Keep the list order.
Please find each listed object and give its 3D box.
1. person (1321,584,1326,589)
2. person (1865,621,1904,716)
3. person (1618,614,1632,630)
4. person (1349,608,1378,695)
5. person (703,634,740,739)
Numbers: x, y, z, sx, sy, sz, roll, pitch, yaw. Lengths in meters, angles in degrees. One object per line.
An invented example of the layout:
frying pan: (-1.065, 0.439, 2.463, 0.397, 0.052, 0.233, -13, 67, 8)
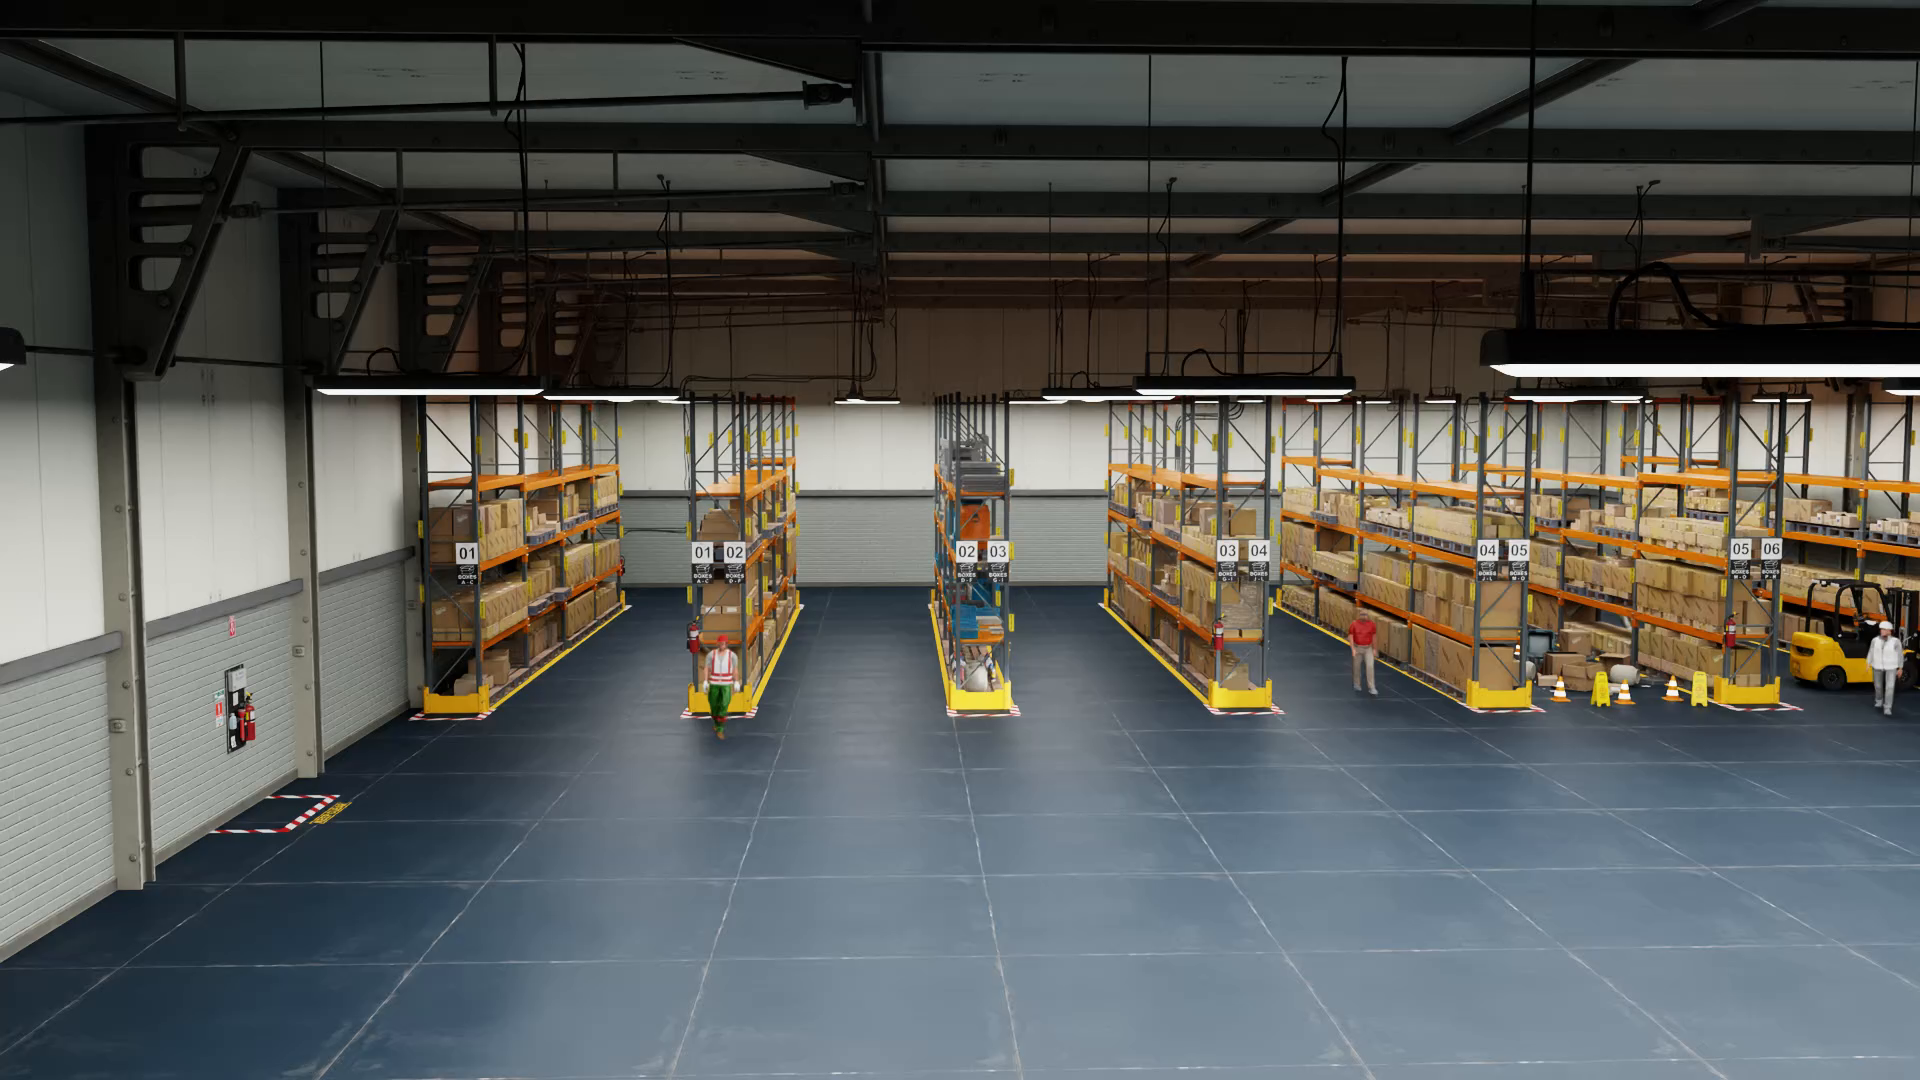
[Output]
person: (10.781, 0.989, 48.680, 1.000, 1.611, 0.443, 2, 5, 21)
person: (17.243, 2.358, 31.008, 0.614, 1.708, 1.098, 3, 5, 33)
person: (16.828, 1.554, 41.783, 0.486, 1.690, 0.396, -2, 5, -28)
person: (8.041, 2.202, 33.140, 0.578, 1.679, 0.961, 1, 5, 9)
person: (-4.157, 2.538, 28.977, 0.639, 1.797, 0.725, -1, 5, -7)
